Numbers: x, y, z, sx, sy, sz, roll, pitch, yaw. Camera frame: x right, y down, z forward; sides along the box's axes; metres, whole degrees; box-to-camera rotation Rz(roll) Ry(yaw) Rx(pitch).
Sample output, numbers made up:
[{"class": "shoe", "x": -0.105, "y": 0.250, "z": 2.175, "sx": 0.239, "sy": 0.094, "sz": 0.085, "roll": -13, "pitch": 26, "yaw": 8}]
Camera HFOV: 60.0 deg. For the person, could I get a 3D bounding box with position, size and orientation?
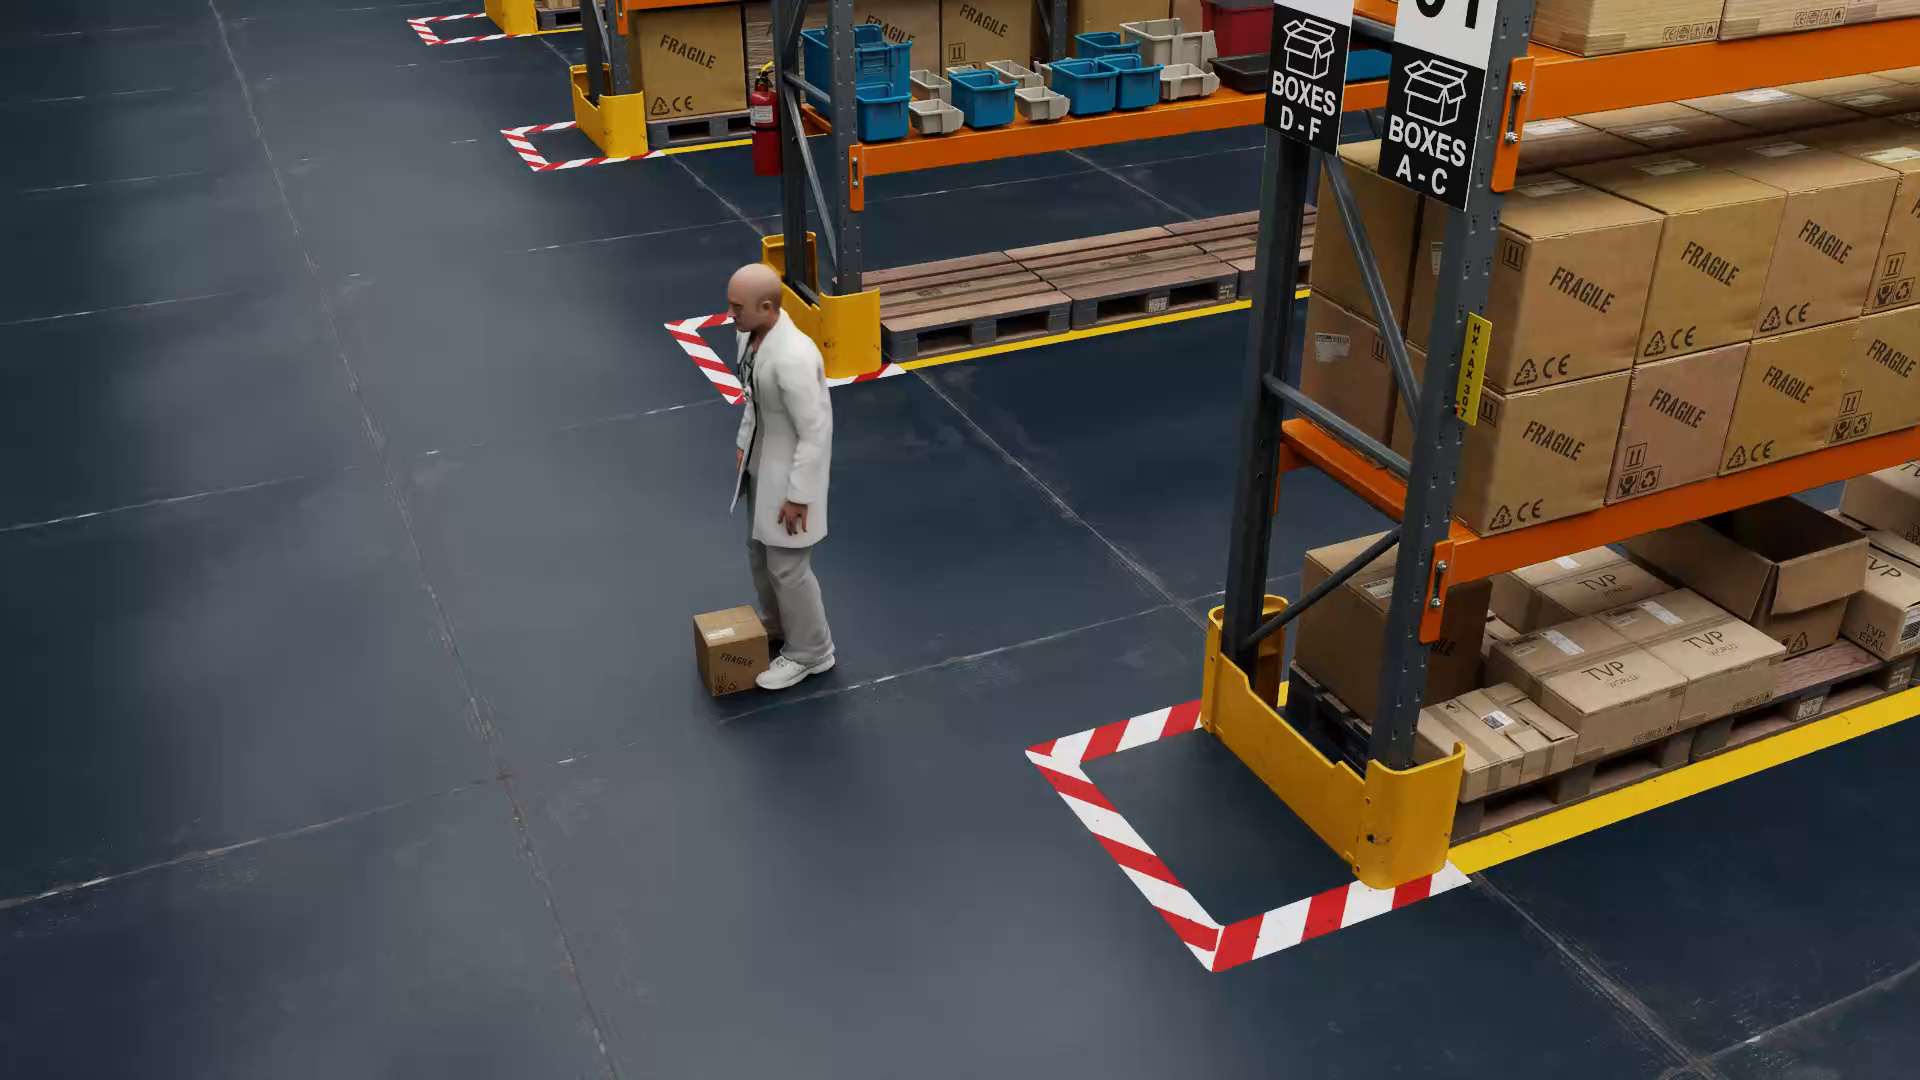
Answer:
[{"class": "person", "x": -0.720, "y": -0.262, "z": 6.614, "sx": 0.417, "sy": 1.774, "sz": 0.650, "roll": -13, "pitch": 32, "yaw": -23}]
